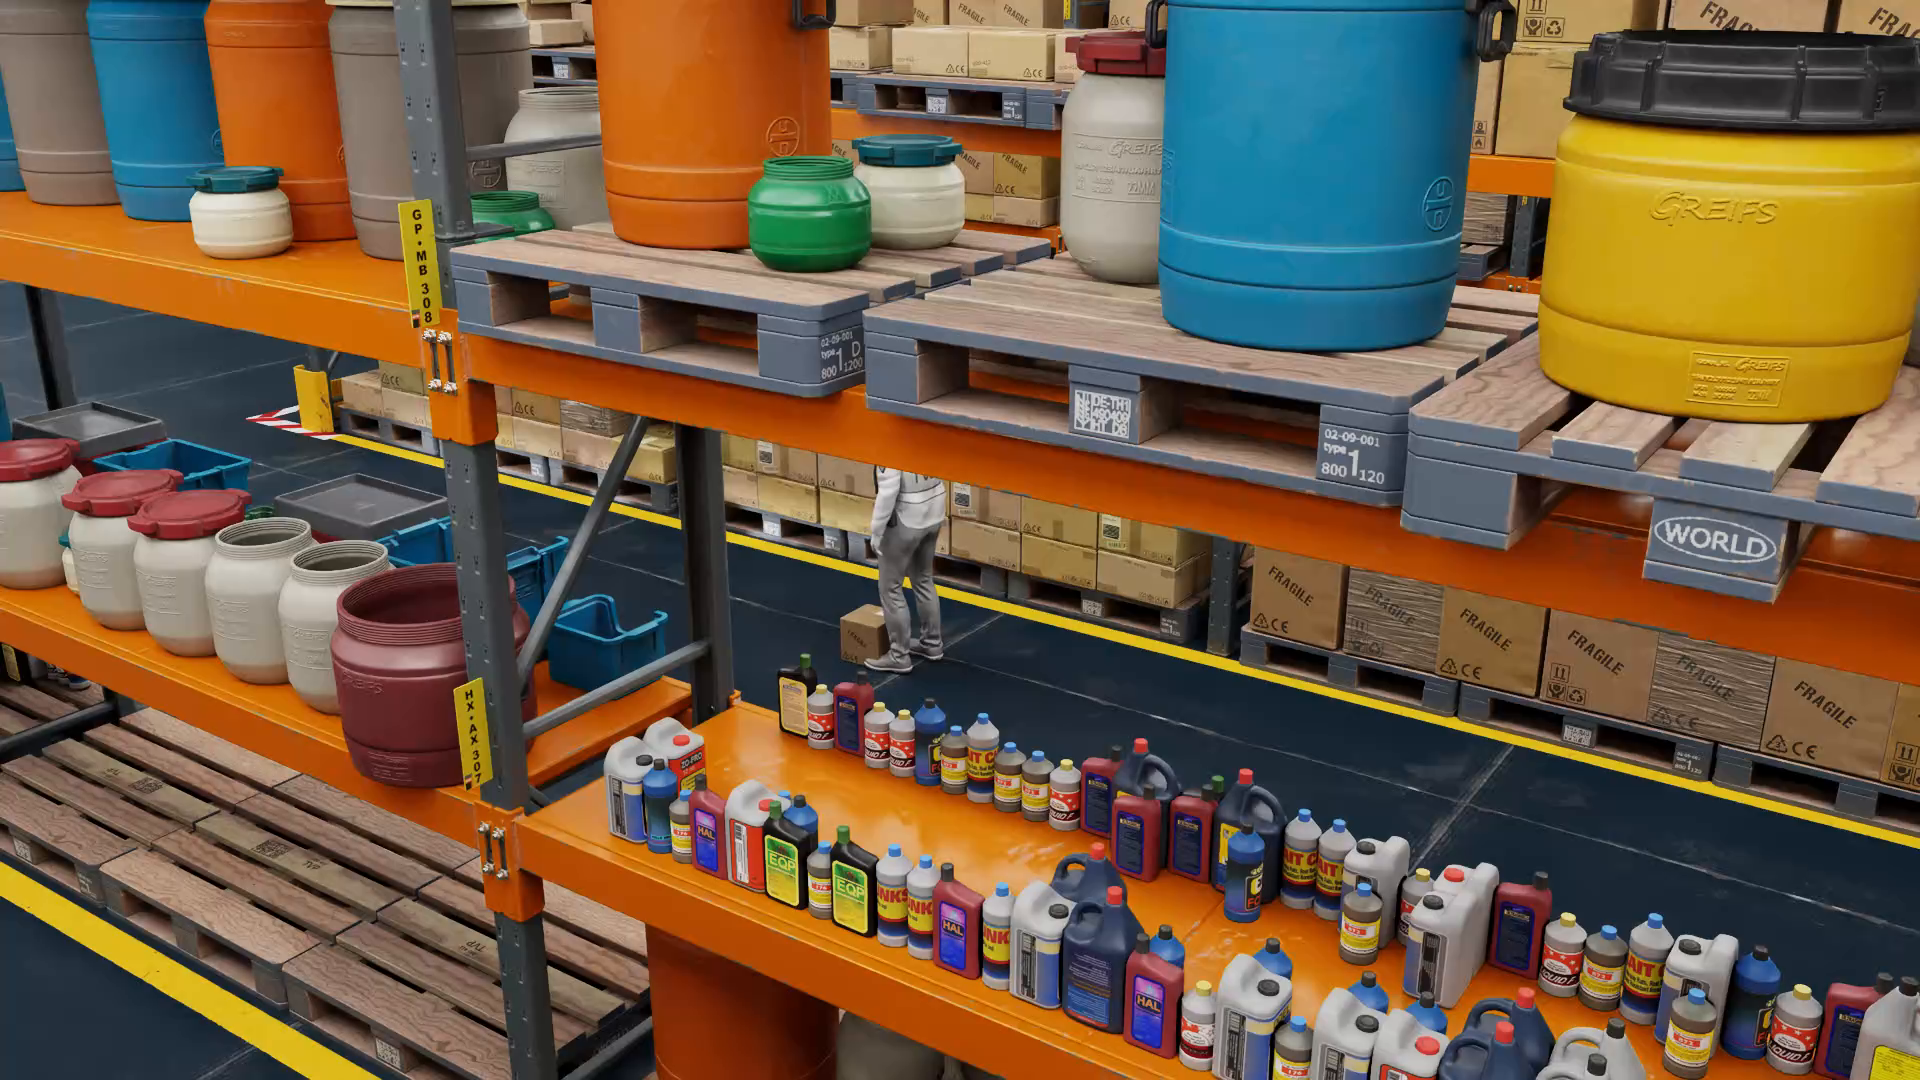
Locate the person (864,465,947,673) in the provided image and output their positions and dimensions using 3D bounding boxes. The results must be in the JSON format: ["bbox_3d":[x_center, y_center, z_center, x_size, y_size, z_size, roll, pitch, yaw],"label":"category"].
[{"bbox_3d":[-0.293,-0.094,8.824,0.403,1.664,0.529,13,24,32],"label":"person"}]
